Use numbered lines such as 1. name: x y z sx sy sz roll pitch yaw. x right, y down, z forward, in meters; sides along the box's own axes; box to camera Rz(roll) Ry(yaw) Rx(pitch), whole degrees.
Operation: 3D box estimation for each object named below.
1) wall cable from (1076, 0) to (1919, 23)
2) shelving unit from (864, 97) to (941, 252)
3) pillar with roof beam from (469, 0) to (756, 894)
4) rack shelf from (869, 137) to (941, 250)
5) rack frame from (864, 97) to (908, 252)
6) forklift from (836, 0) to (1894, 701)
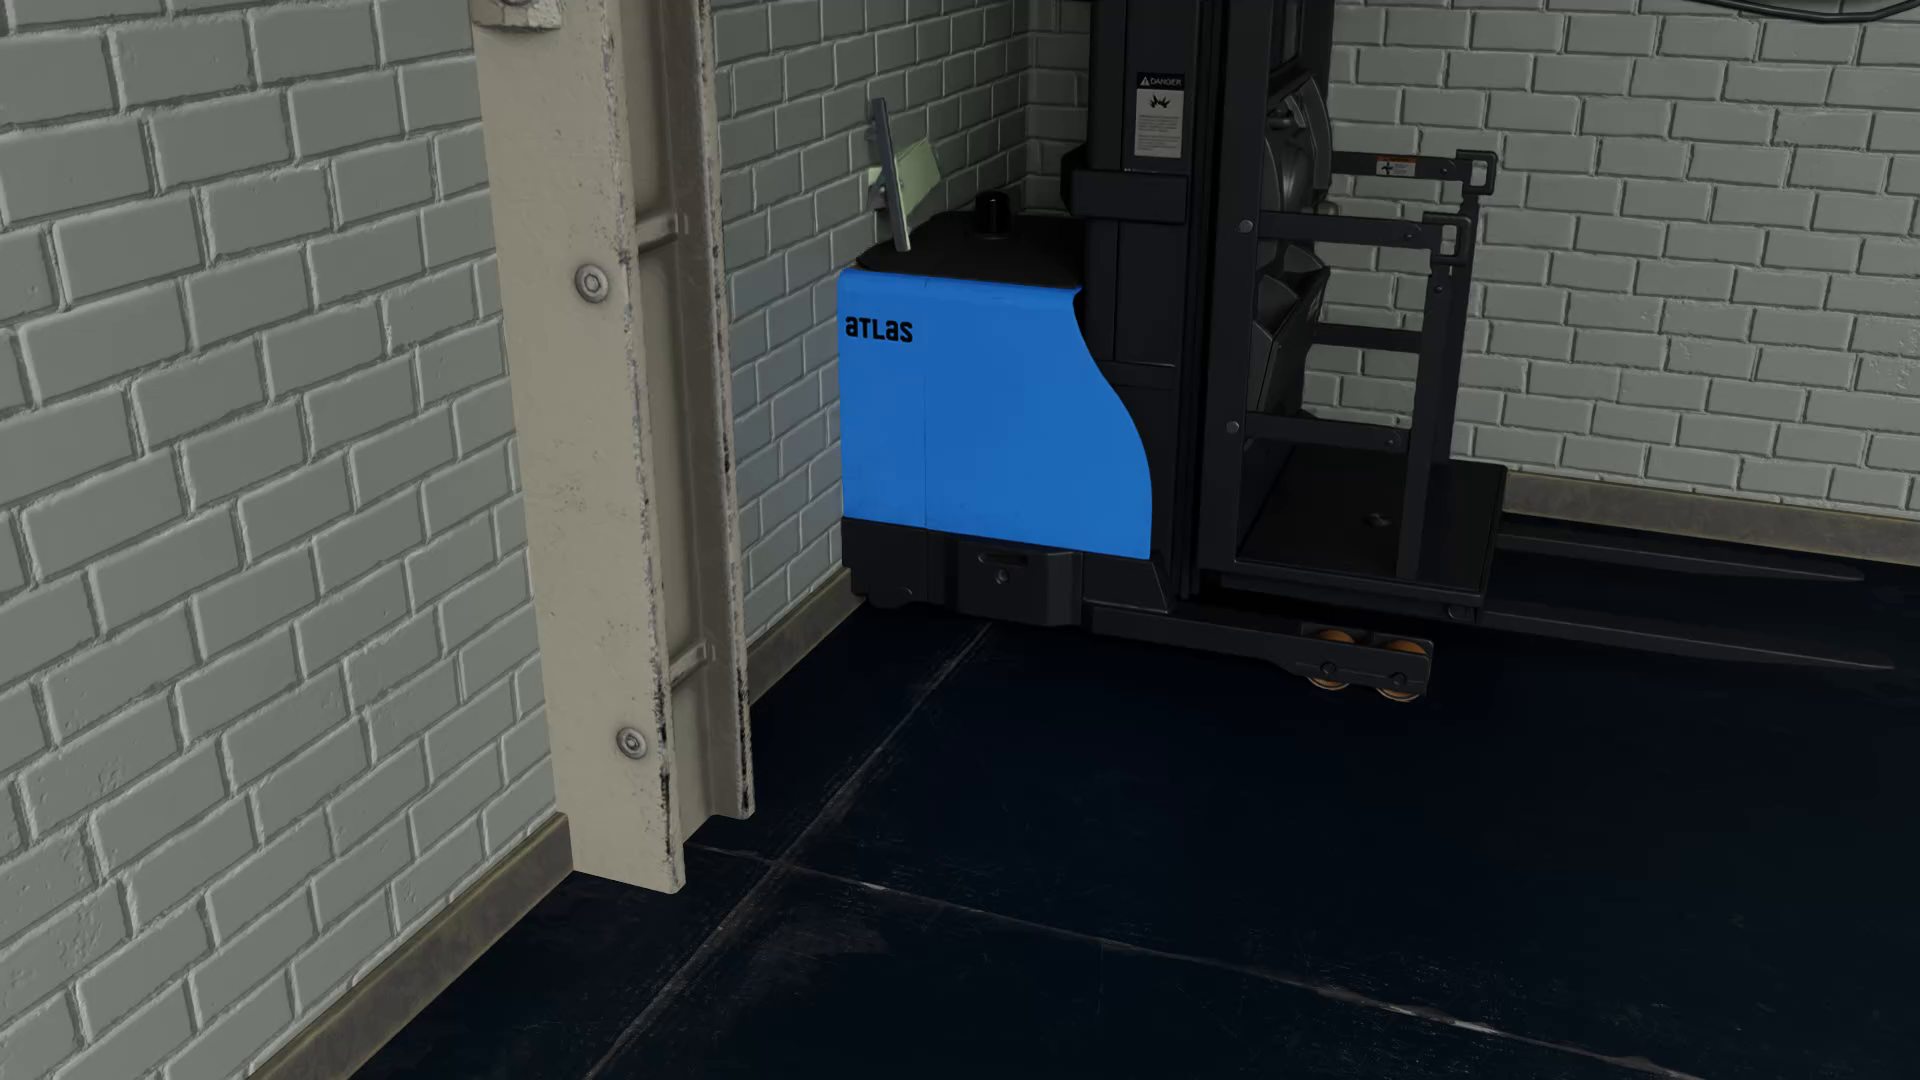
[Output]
1. wall cable: 1.599 -2.866 4.964 3.097 2.526 0.112 9 24 20
2. shelving unit: -0.239 -0.732 5.466 0.431 1.500 0.755 -3 23 13
3. pillar with roof beam: 3.274 -2.817 0.819 9.100 9.000 0.400 9 24 20
4. rack shelf: -0.295 -1.088 5.315 0.431 0.370 0.720 -3 23 13
5. rack frame: -0.309 -0.583 5.140 0.400 1.500 0.023 -3 23 13
6. forklift: 1.147 -1.131 4.656 3.031 2.935 1.130 8 24 18
